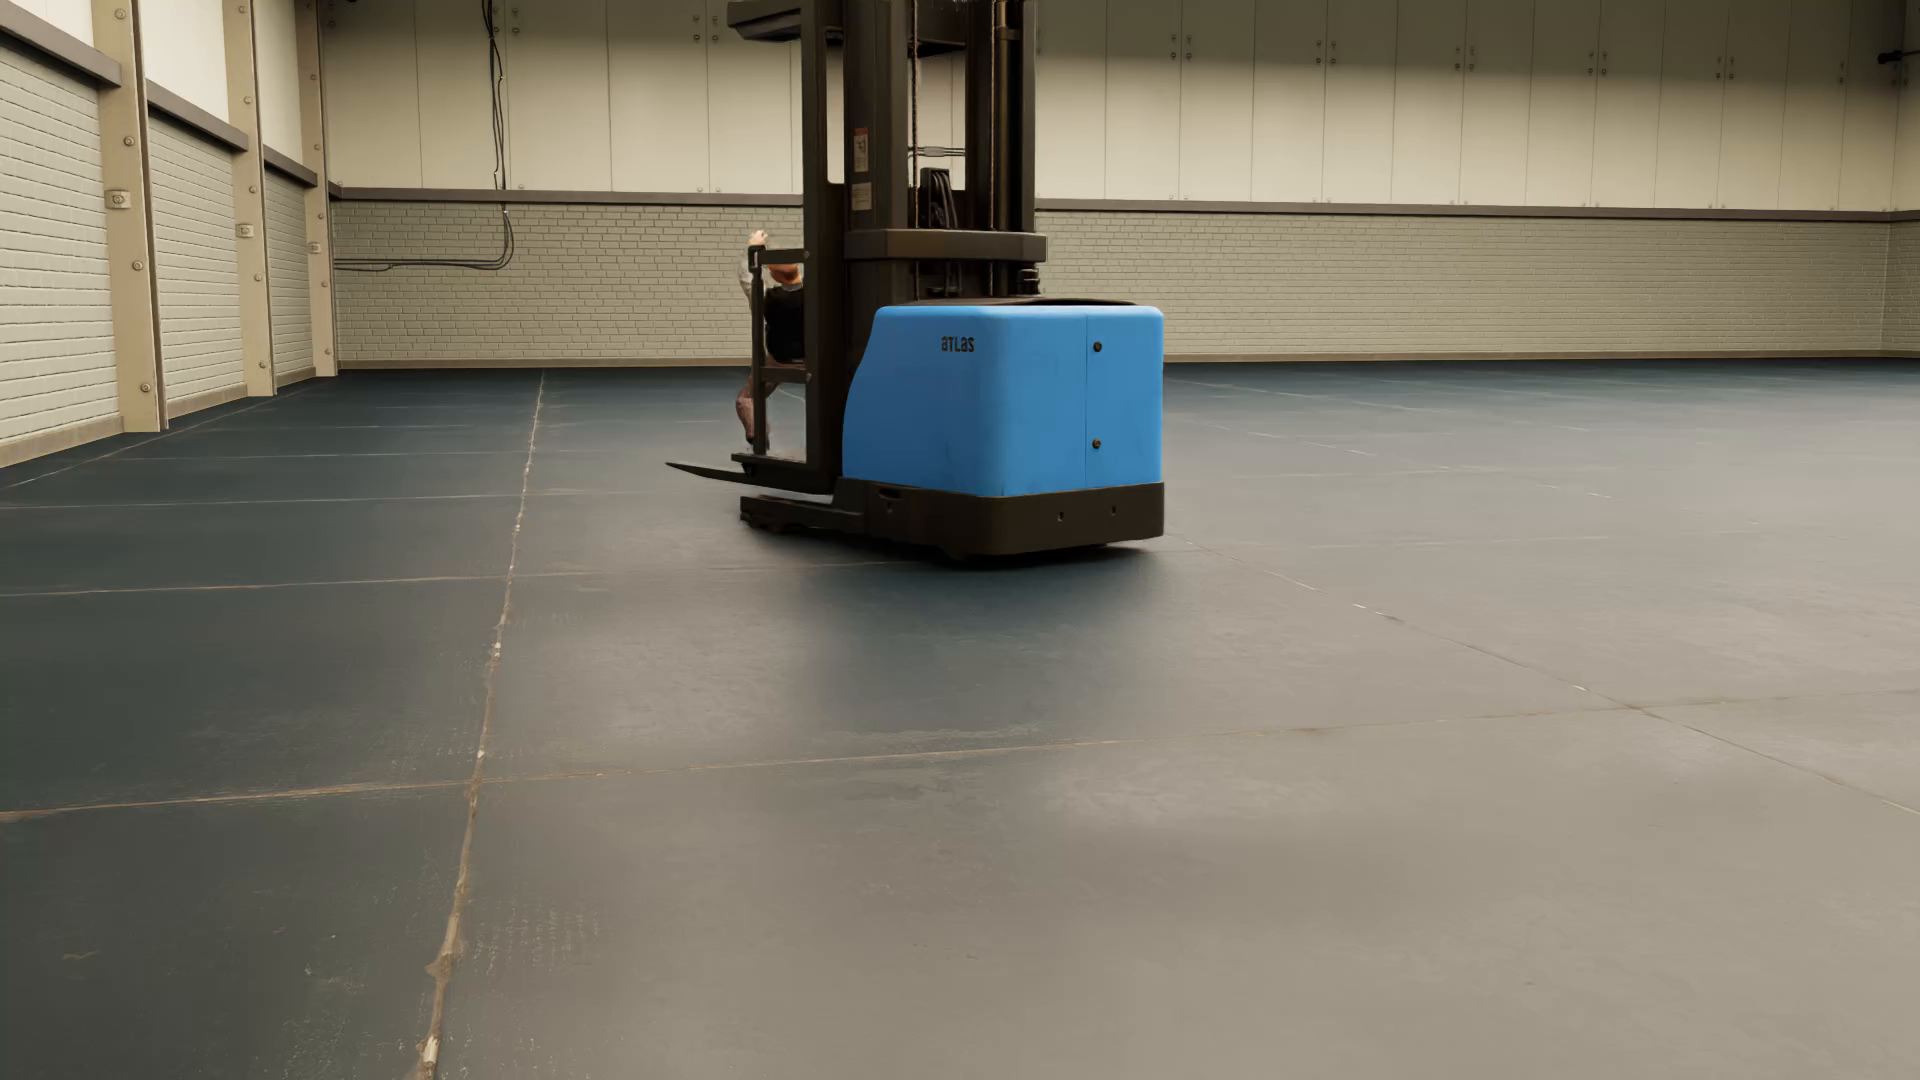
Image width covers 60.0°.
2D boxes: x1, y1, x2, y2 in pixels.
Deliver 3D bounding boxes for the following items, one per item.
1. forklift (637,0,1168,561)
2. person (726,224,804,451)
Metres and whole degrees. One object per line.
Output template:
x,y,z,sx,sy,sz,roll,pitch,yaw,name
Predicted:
-0.456,-1.515,7.958,1.130,2.935,3.031,-8,11,-43,forklift
-1.048,-1.284,11.076,0.966,1.618,0.715,-2,8,-15,person
